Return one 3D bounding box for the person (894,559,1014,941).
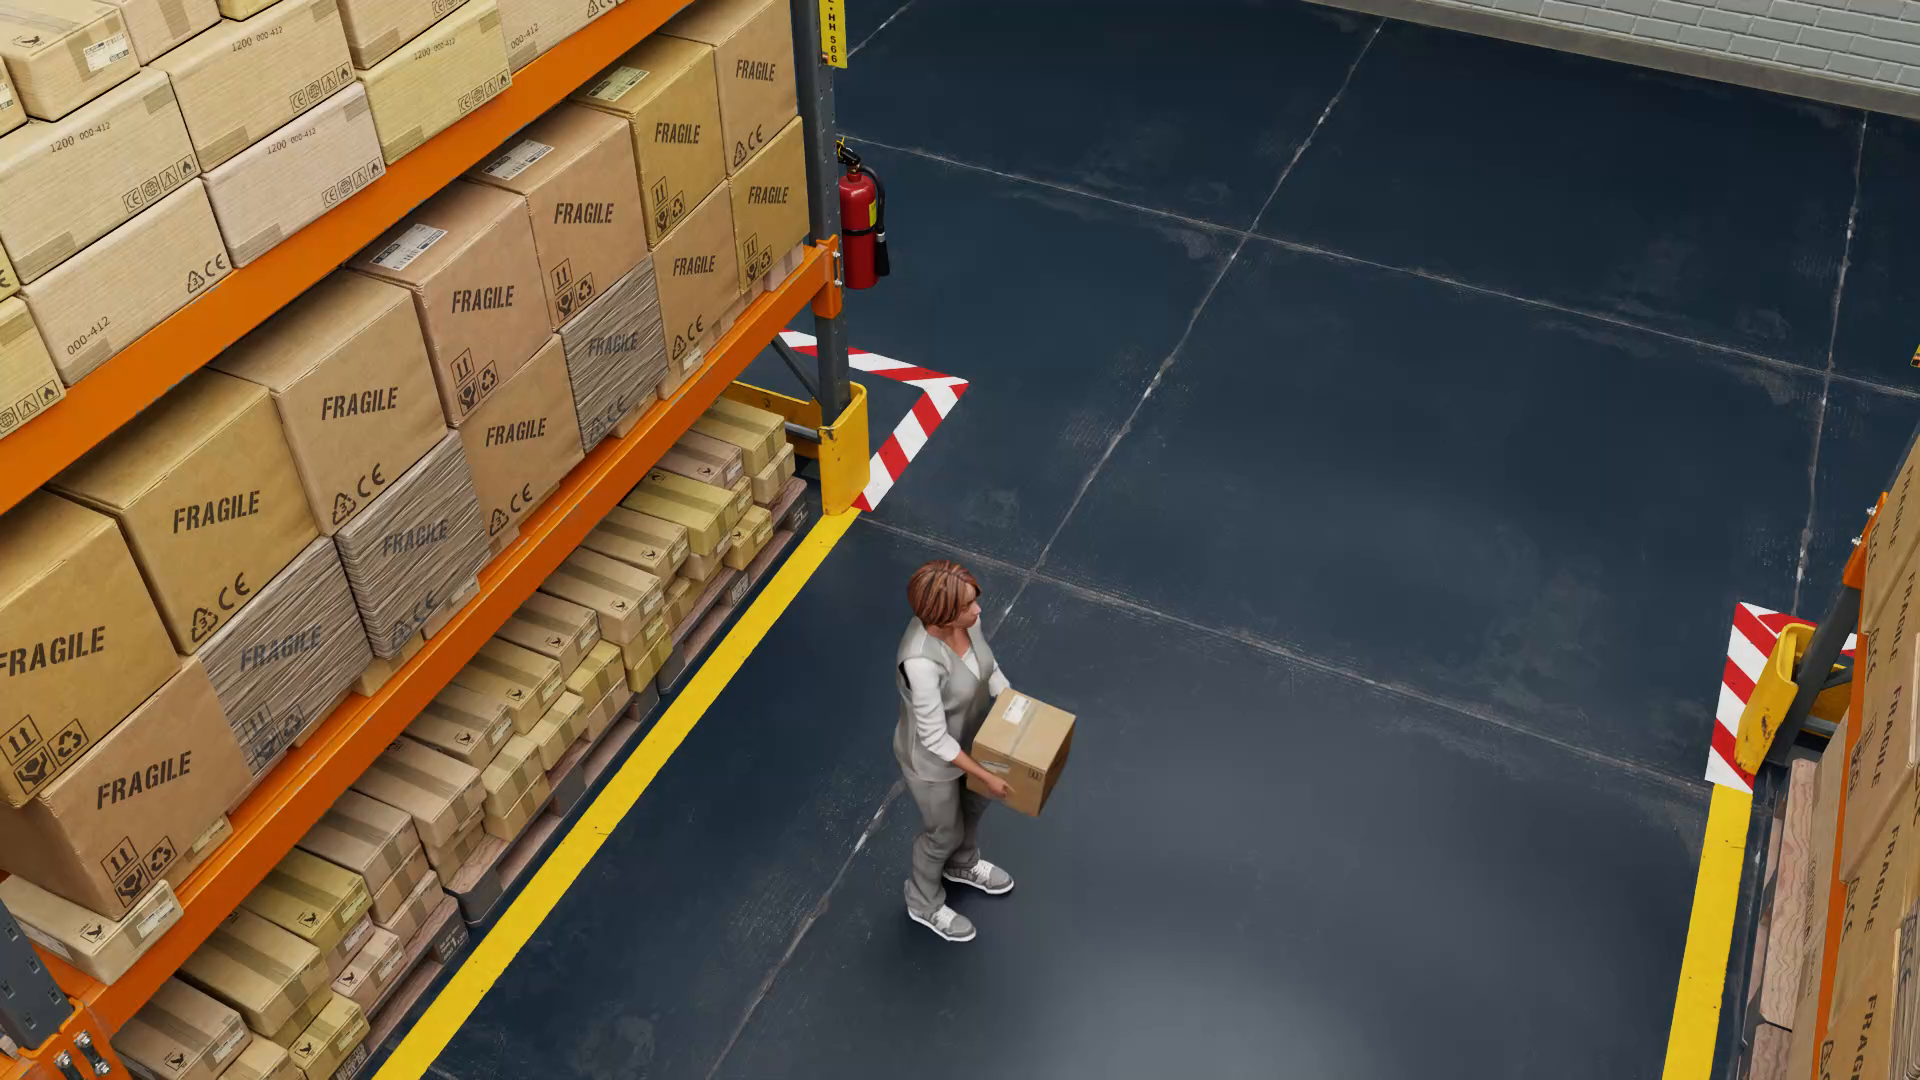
[{"bbox_3d":[0.023,0.697,5.414,0.461,1.587,0.440,17,45,18],"label":"person"}]
